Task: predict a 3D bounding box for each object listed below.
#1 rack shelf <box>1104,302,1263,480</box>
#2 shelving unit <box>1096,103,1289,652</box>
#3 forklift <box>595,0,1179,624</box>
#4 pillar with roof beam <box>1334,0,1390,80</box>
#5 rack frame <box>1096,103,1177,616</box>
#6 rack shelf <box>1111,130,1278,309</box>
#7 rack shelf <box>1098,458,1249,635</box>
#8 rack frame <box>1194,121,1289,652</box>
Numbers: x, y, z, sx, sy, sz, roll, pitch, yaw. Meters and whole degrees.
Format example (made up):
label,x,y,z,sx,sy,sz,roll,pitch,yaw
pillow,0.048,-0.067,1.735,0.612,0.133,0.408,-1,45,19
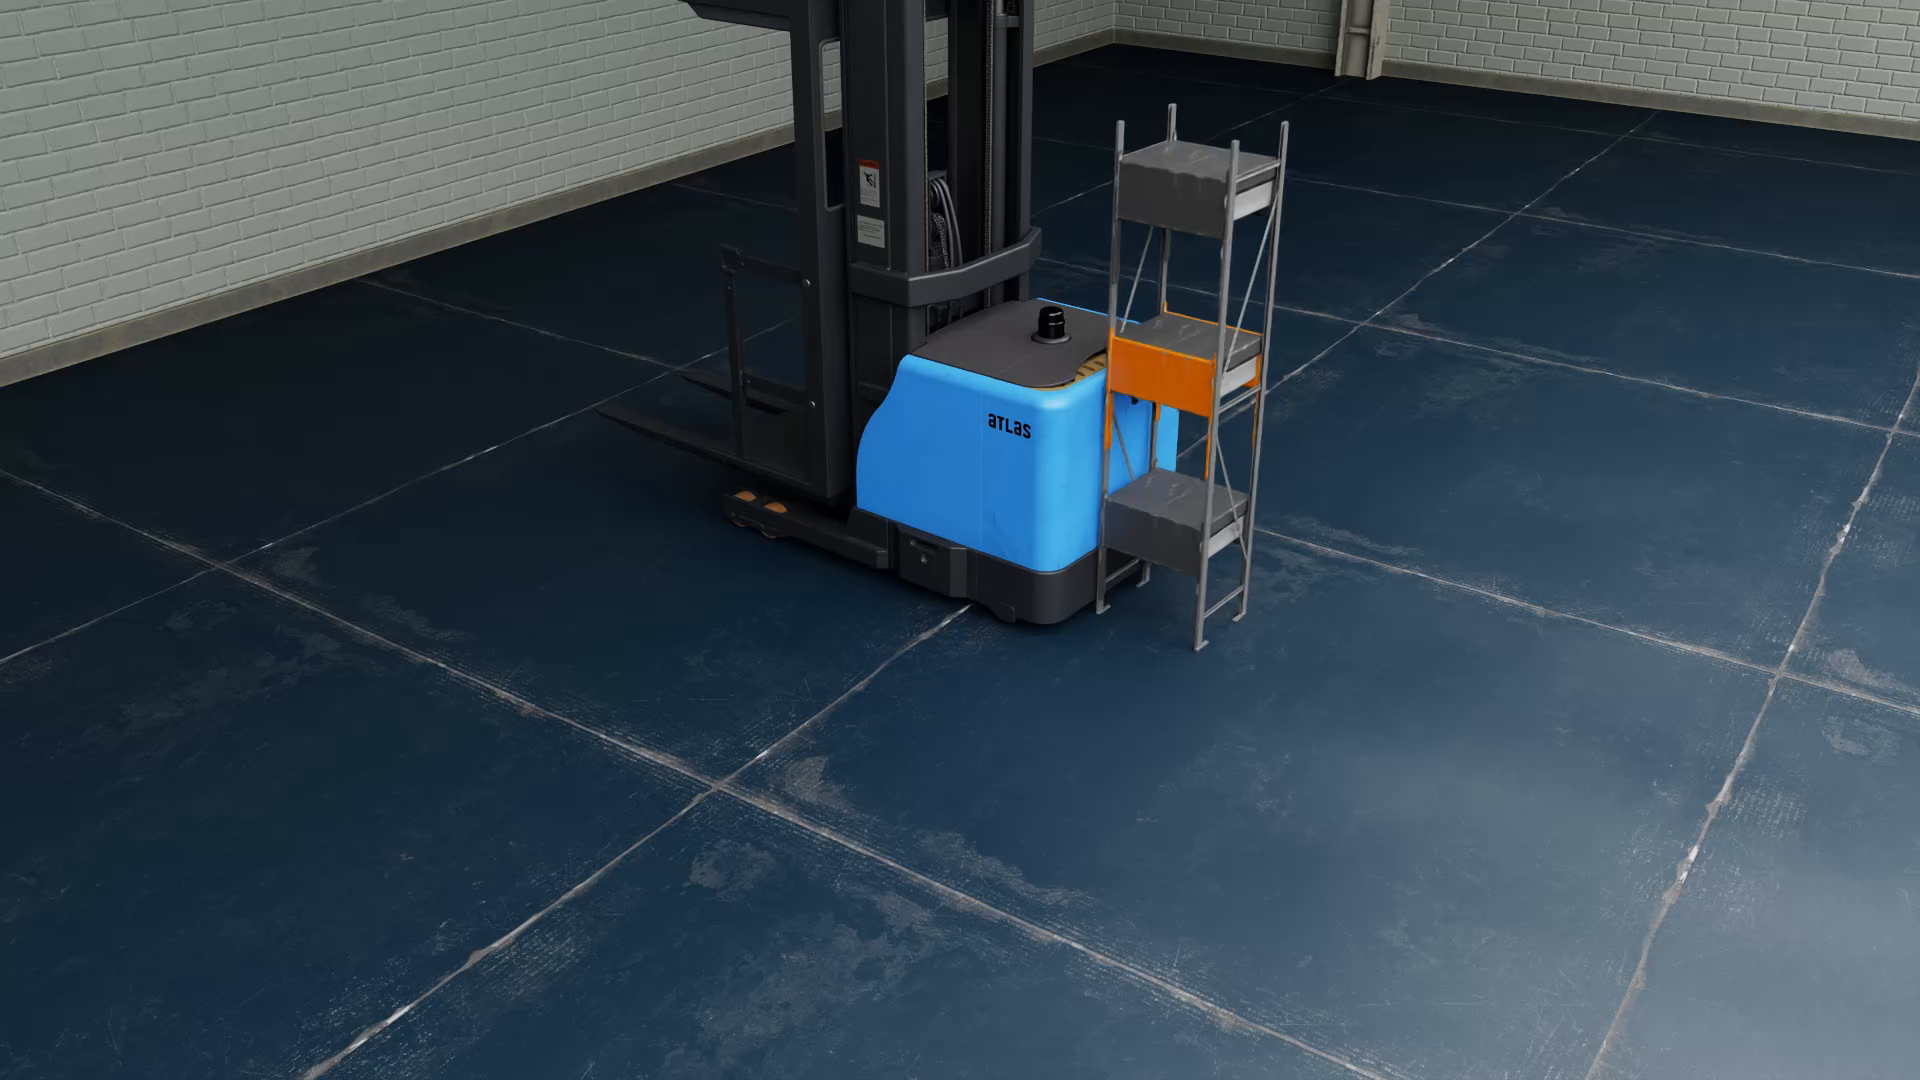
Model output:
label,x,y,z,sx,sy,sz,roll,pitch,yaw
rack shelf,0.902,-0.604,6.652,0.480,0.518,0.431,20,33,34
shelving unit,0.902,-0.616,6.646,0.503,2.100,0.431,20,33,34
forklift,-0.496,-1.483,7.432,3.031,2.935,1.130,20,33,33
pillar with roof beam,1.679,-7.210,11.996,0.400,9.000,9.100,17,32,30
rack frame,0.710,-0.685,6.781,0.015,2.100,0.400,20,33,34
rack shelf,0.901,-1.228,6.335,0.480,0.518,0.431,20,33,34
rack shelf,0.902,0.020,6.969,0.480,0.518,0.431,20,33,34
rack frame,1.093,-0.548,6.511,0.015,2.100,0.400,20,33,34
